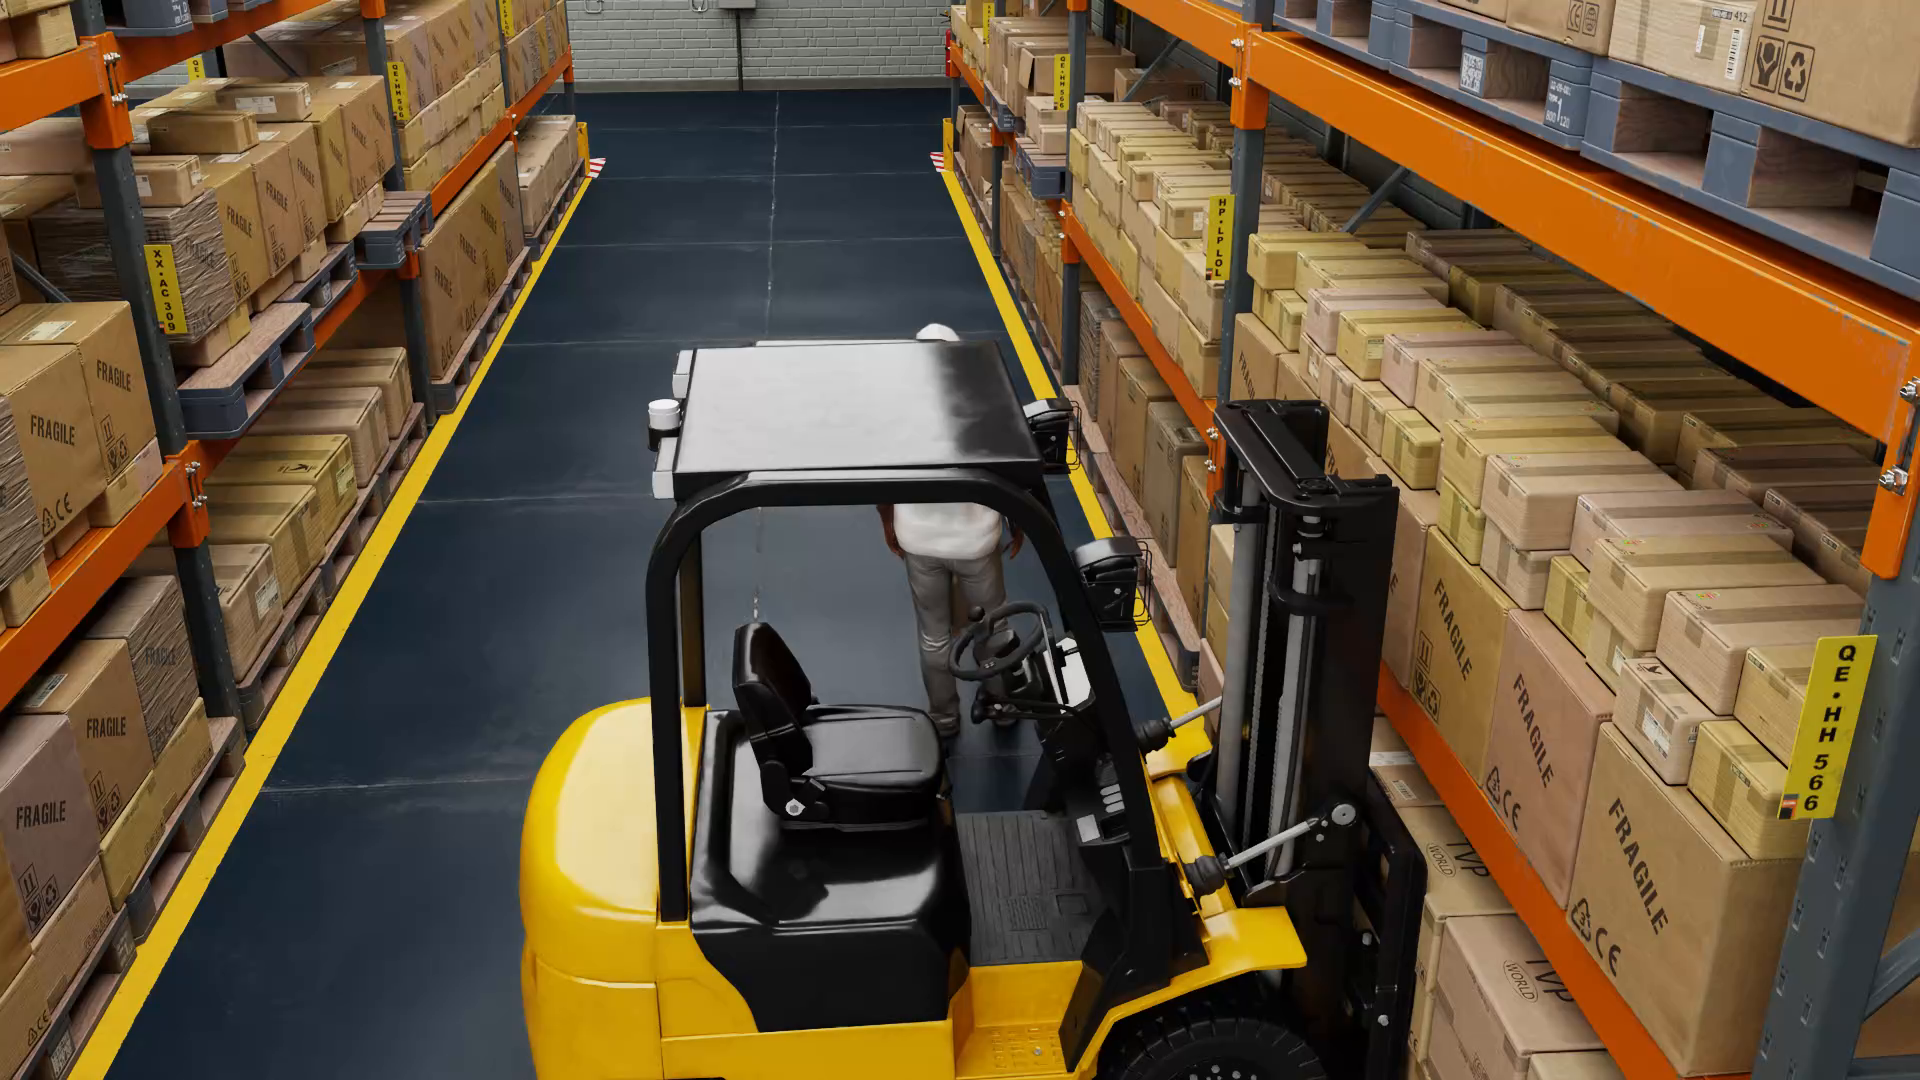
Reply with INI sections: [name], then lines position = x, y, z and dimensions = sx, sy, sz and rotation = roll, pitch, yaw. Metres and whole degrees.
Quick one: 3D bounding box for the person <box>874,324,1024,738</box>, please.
[person]
position = -0.028, -0.040, 6.641
dimensions = 0.625, 1.768, 0.575
rotation = 3, 24, 7
